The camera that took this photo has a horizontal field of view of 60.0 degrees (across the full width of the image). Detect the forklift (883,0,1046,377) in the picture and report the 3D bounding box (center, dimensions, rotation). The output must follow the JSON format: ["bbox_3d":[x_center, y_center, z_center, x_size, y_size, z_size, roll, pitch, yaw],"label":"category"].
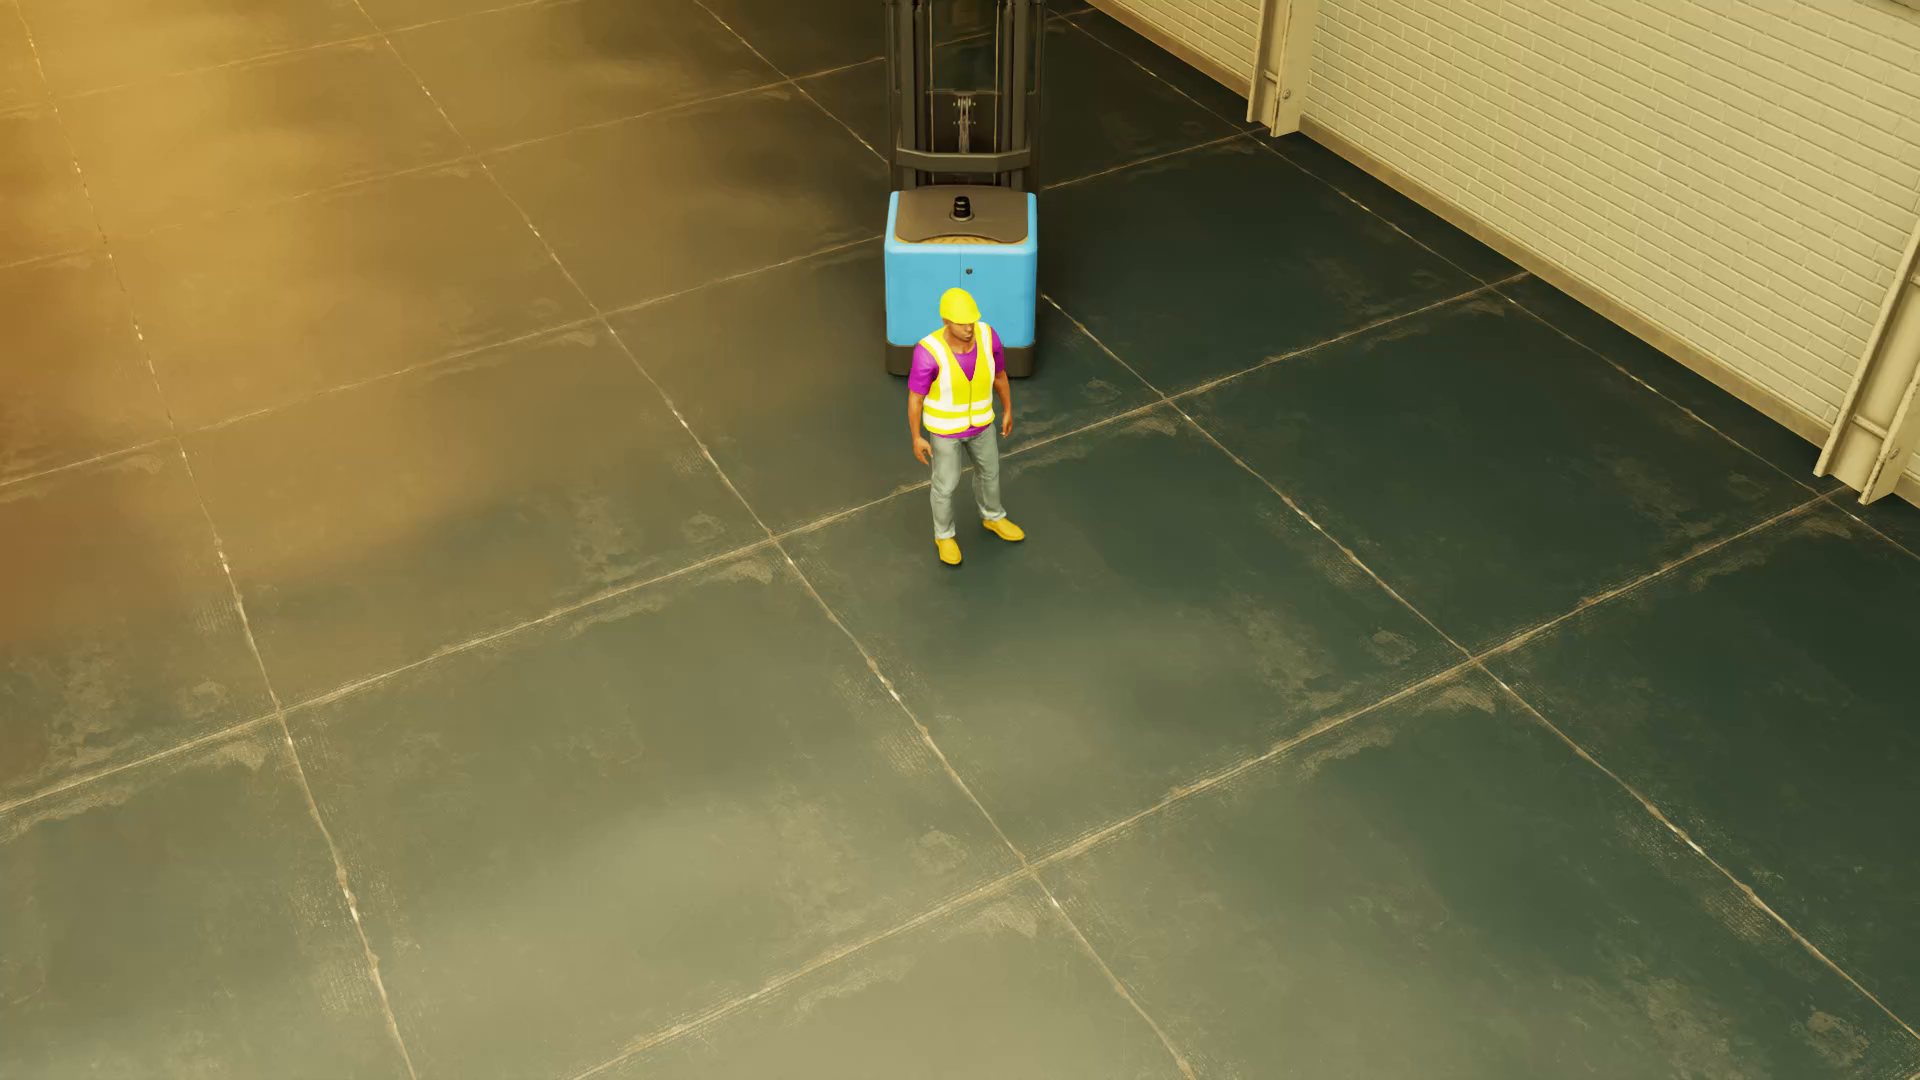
[{"bbox_3d":[0.042,-3.183,11.874,1.130,2.935,3.031,1,40,1],"label":"forklift"}]

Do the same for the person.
[{"bbox_3d":[0.023,-0.685,9.776,0.677,1.769,0.424,-20,44,-23],"label":"person"}]
